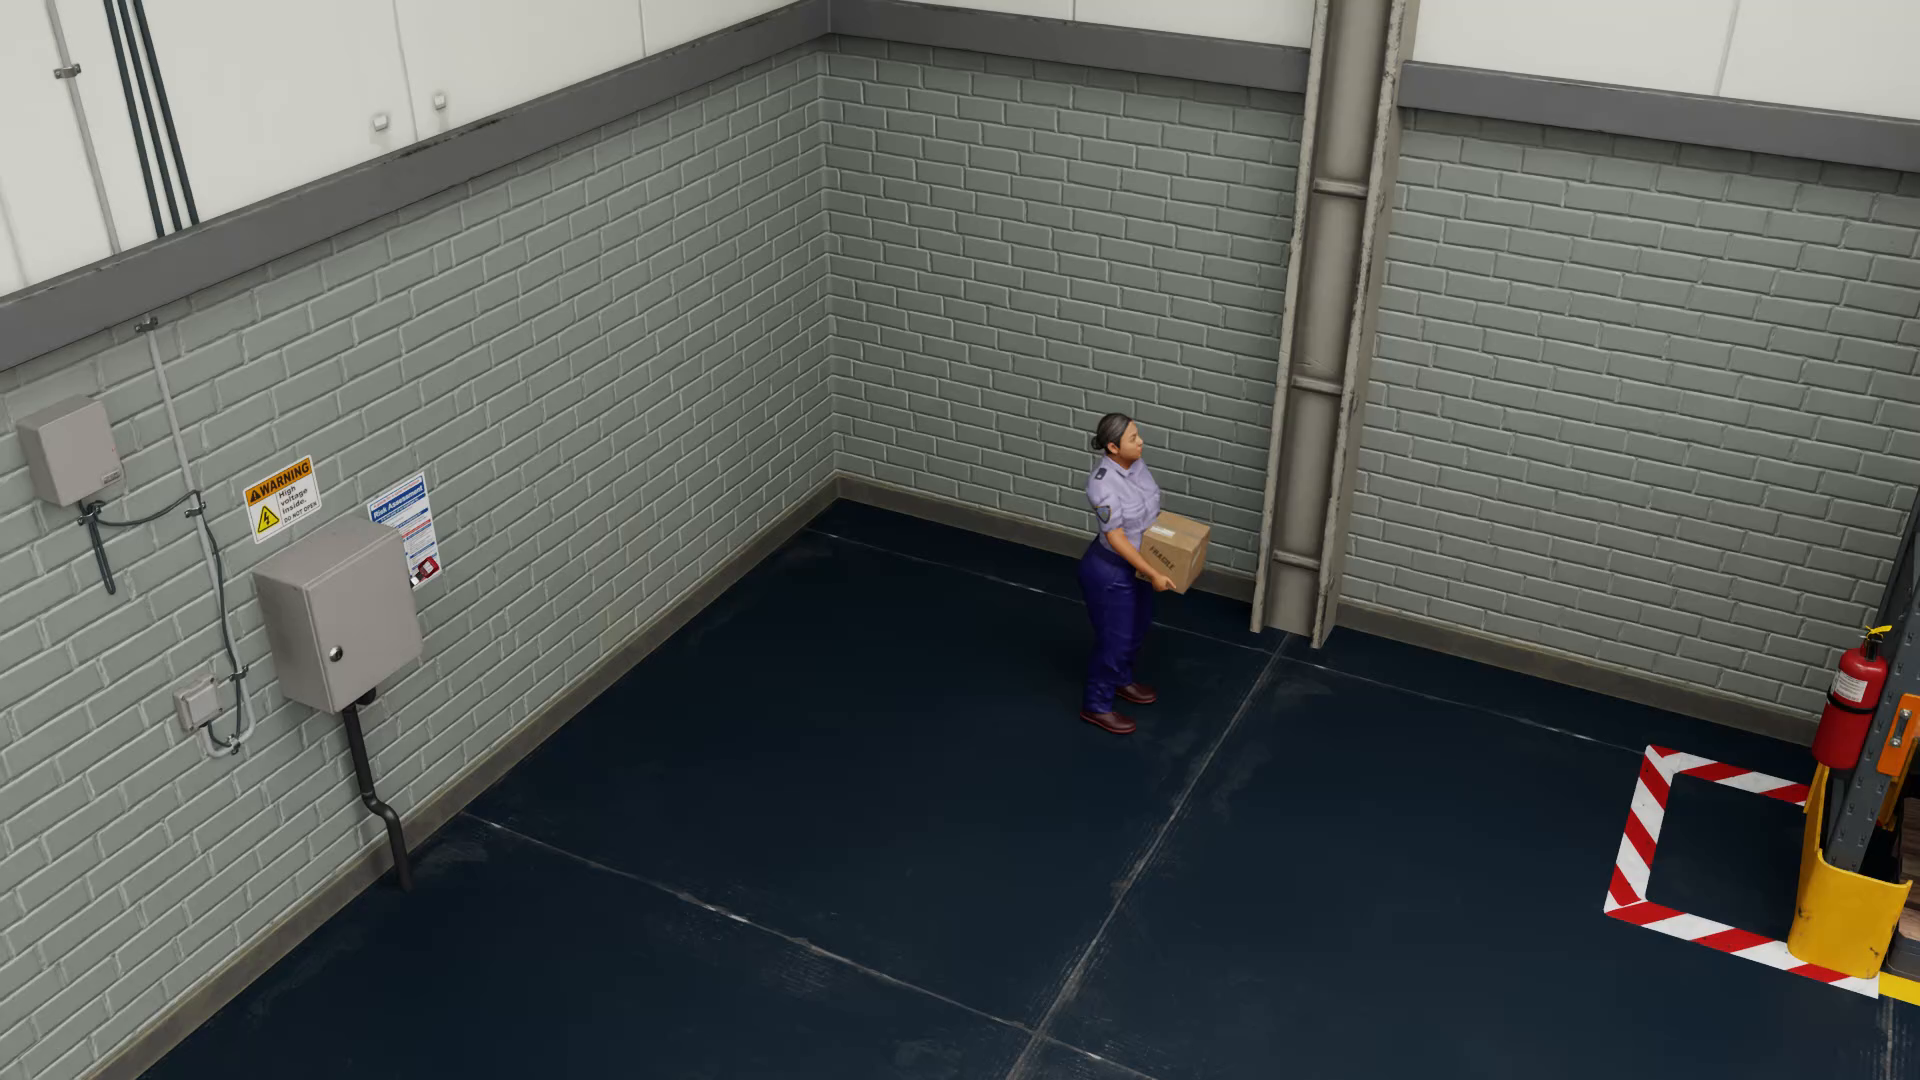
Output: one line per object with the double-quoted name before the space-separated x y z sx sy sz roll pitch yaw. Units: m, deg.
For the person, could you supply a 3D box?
"person" 0.848 0.162 8.033 0.518 1.634 0.452 15 33 24
